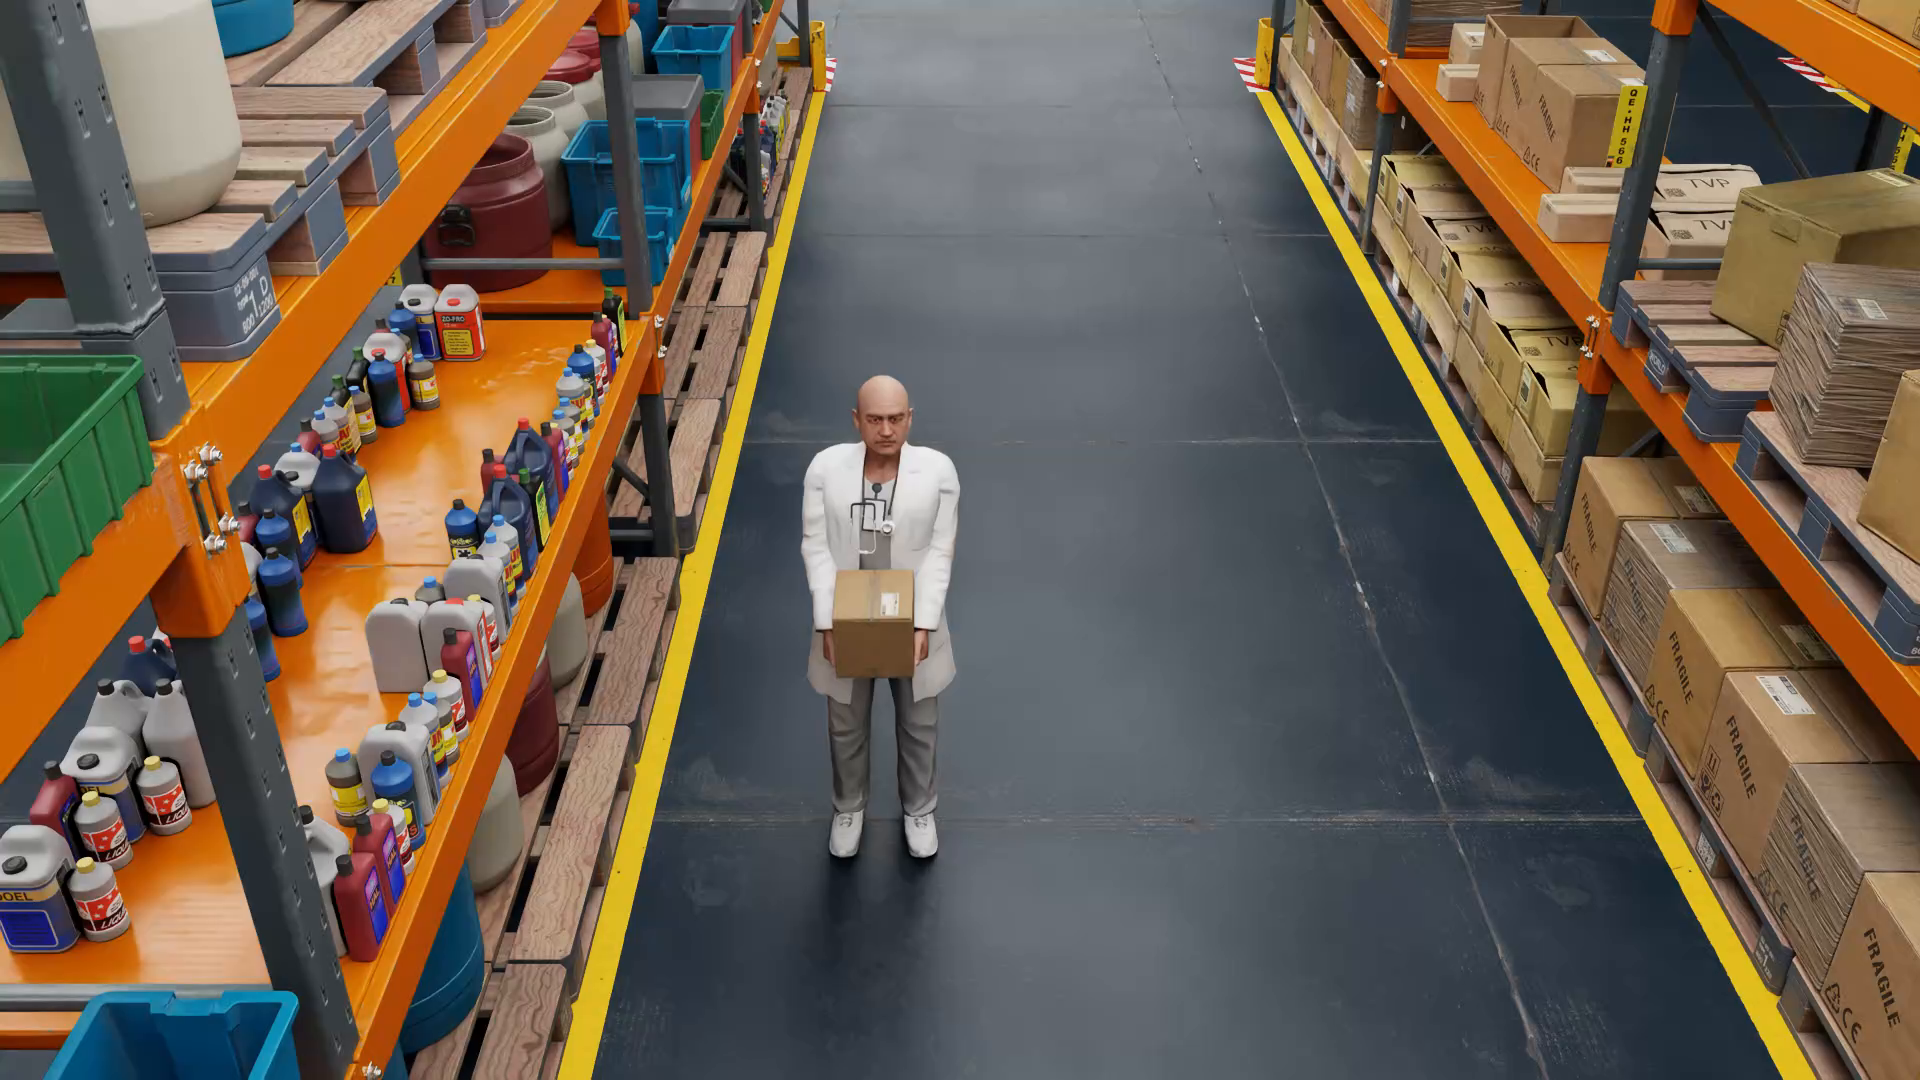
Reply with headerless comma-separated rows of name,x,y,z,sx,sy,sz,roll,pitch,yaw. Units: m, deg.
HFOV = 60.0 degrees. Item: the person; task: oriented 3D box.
person,-0.264,0.337,5.605,0.531,1.758,0.554,0,31,0
